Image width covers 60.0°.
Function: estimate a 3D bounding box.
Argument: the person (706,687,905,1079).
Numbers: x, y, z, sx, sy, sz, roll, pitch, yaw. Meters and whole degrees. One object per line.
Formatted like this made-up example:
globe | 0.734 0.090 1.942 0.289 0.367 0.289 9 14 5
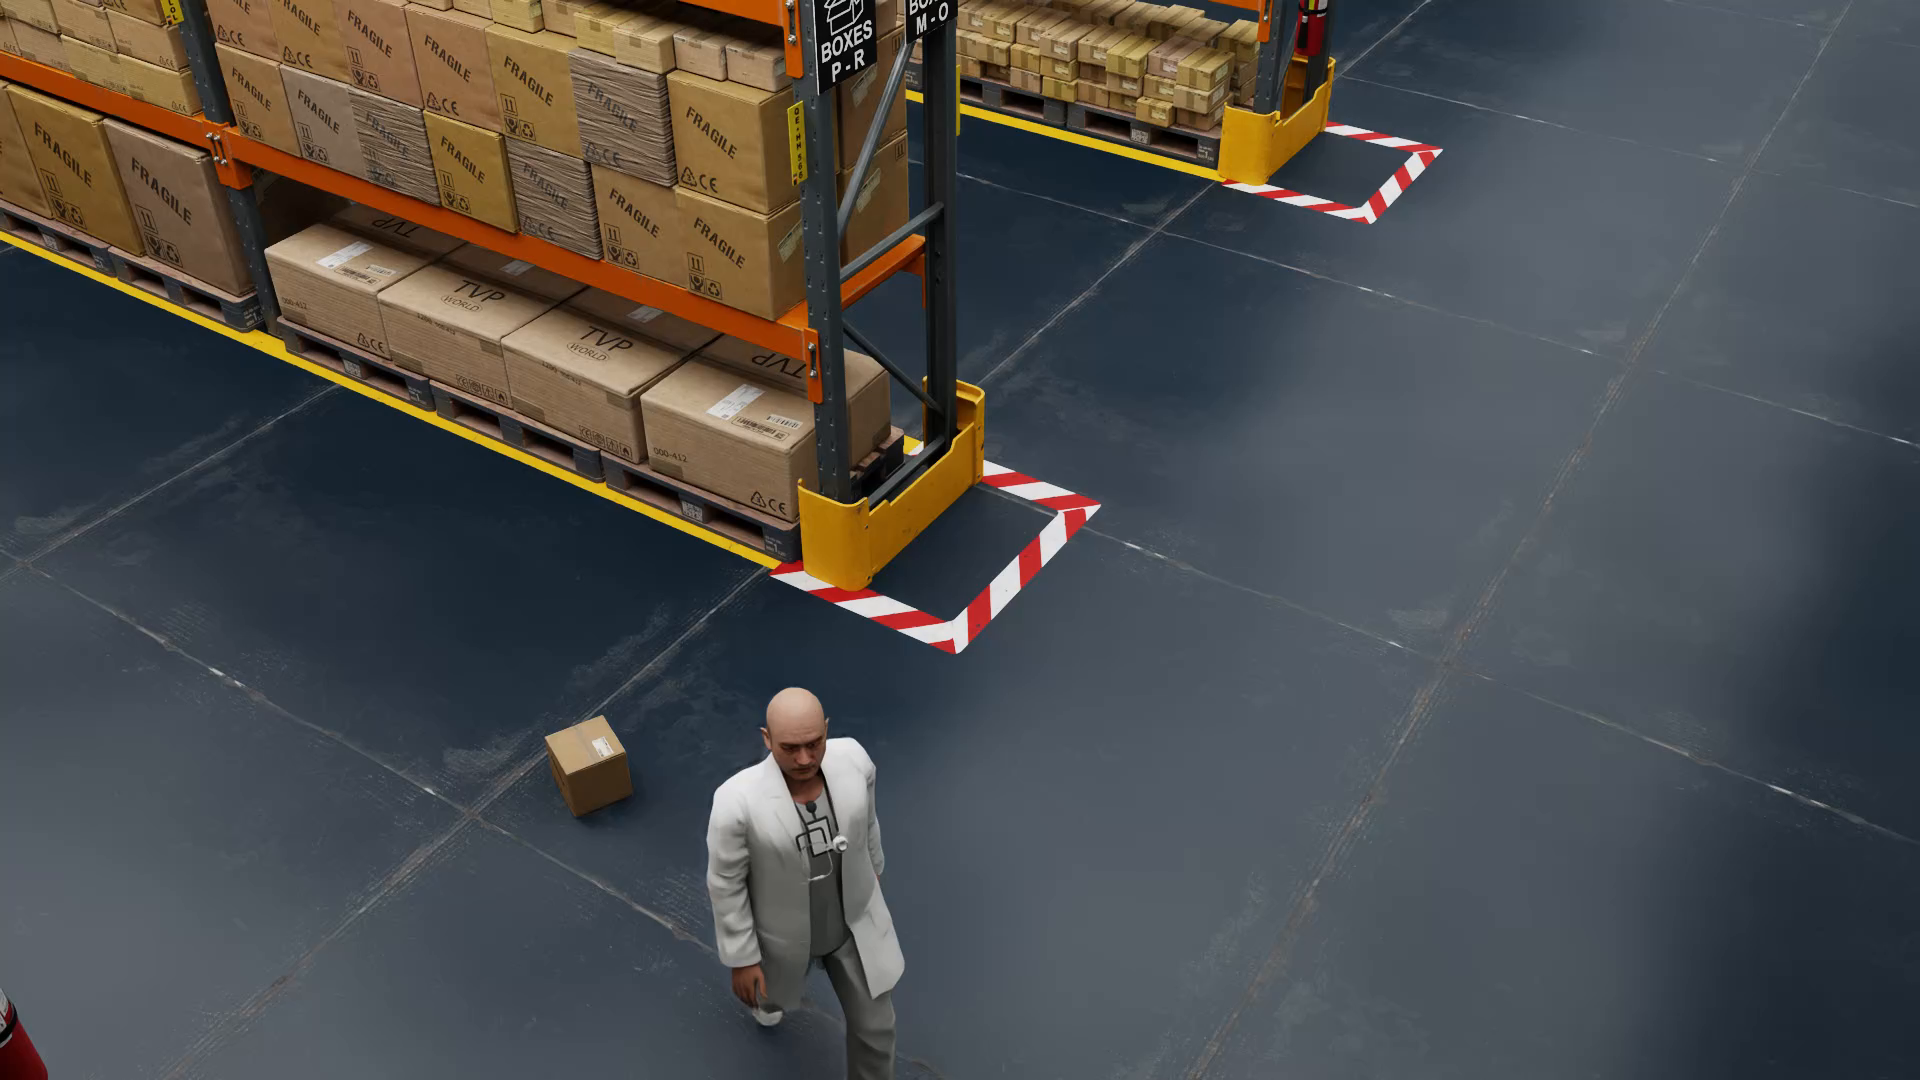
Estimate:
person | -0.485 1.155 5.211 0.613 1.730 1.072 -16 41 -19
